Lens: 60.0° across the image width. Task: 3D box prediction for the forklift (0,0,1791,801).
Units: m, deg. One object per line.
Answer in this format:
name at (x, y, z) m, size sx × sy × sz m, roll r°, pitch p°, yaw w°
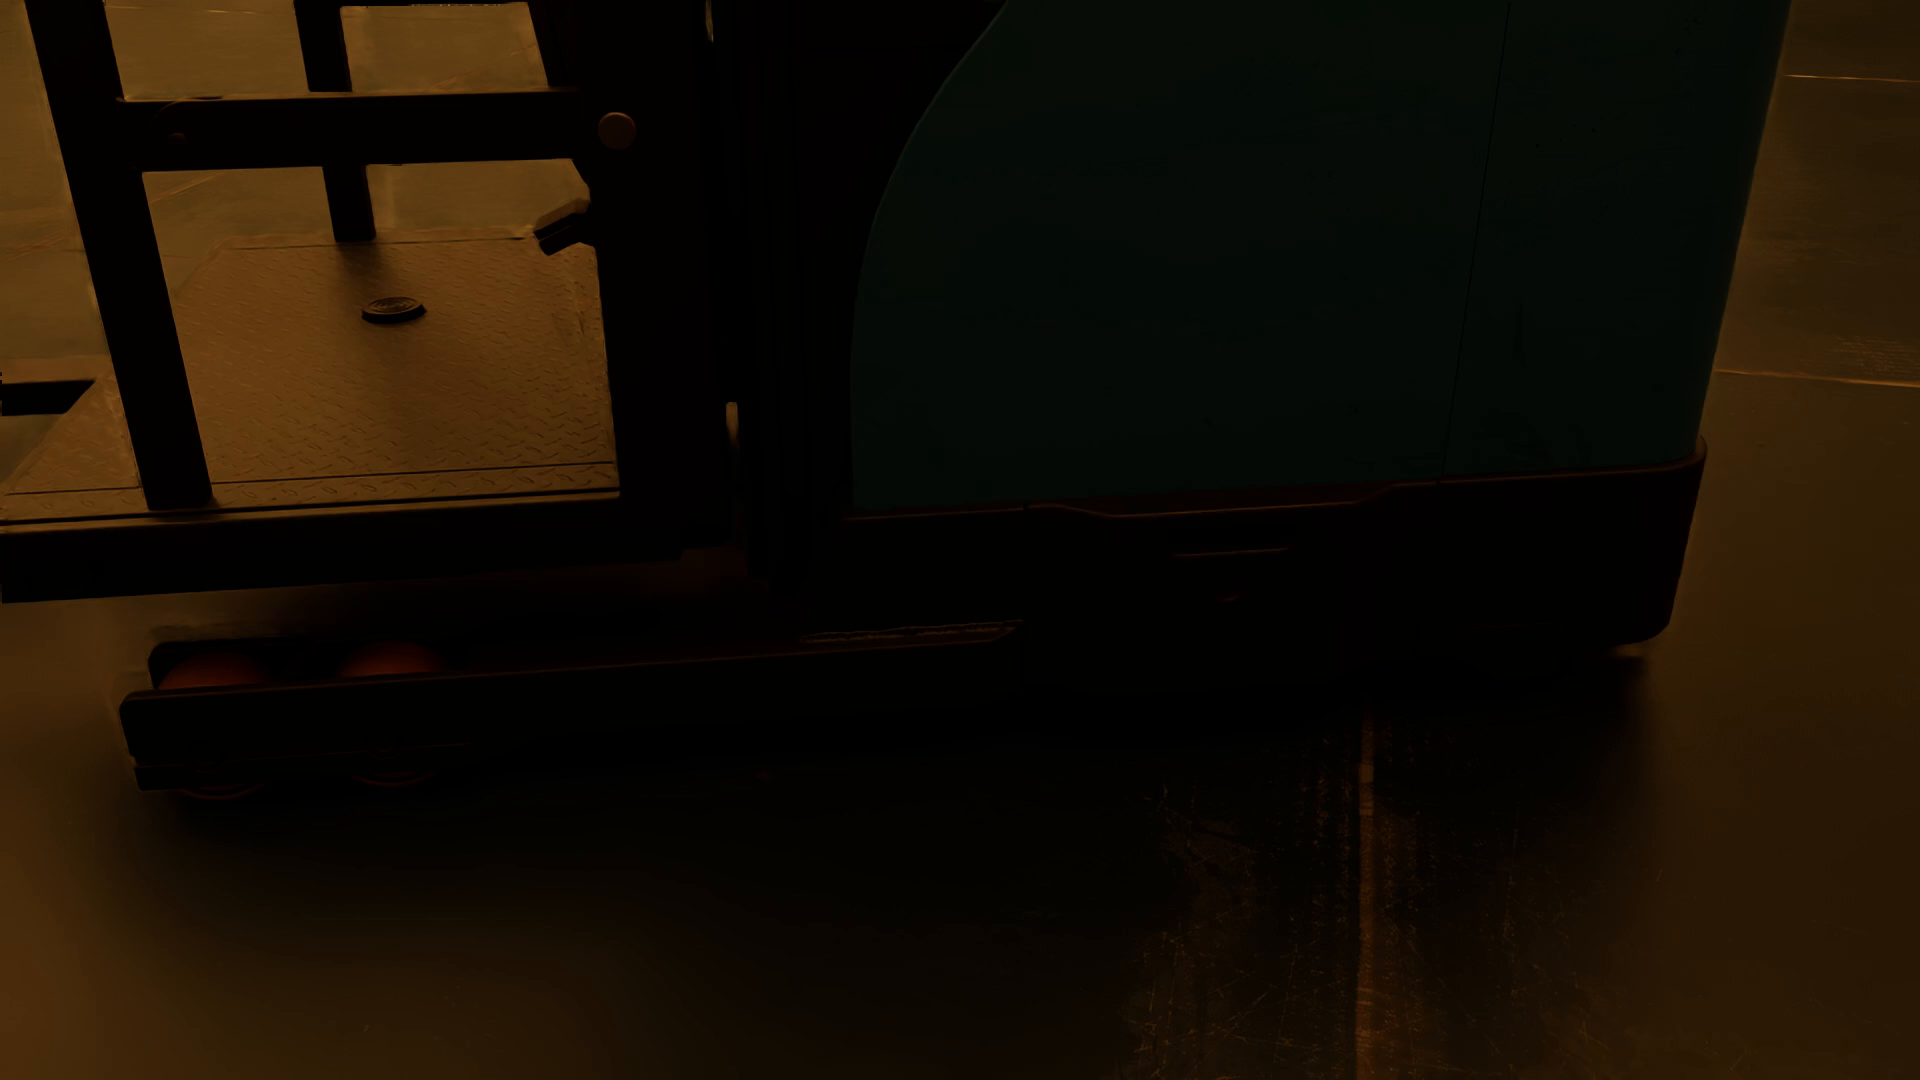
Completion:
forklift at (-0.637, -1.264, 1.751) m, size 3.031 × 2.935 × 1.130 m, roll -3°, pitch 27°, yaw -7°
